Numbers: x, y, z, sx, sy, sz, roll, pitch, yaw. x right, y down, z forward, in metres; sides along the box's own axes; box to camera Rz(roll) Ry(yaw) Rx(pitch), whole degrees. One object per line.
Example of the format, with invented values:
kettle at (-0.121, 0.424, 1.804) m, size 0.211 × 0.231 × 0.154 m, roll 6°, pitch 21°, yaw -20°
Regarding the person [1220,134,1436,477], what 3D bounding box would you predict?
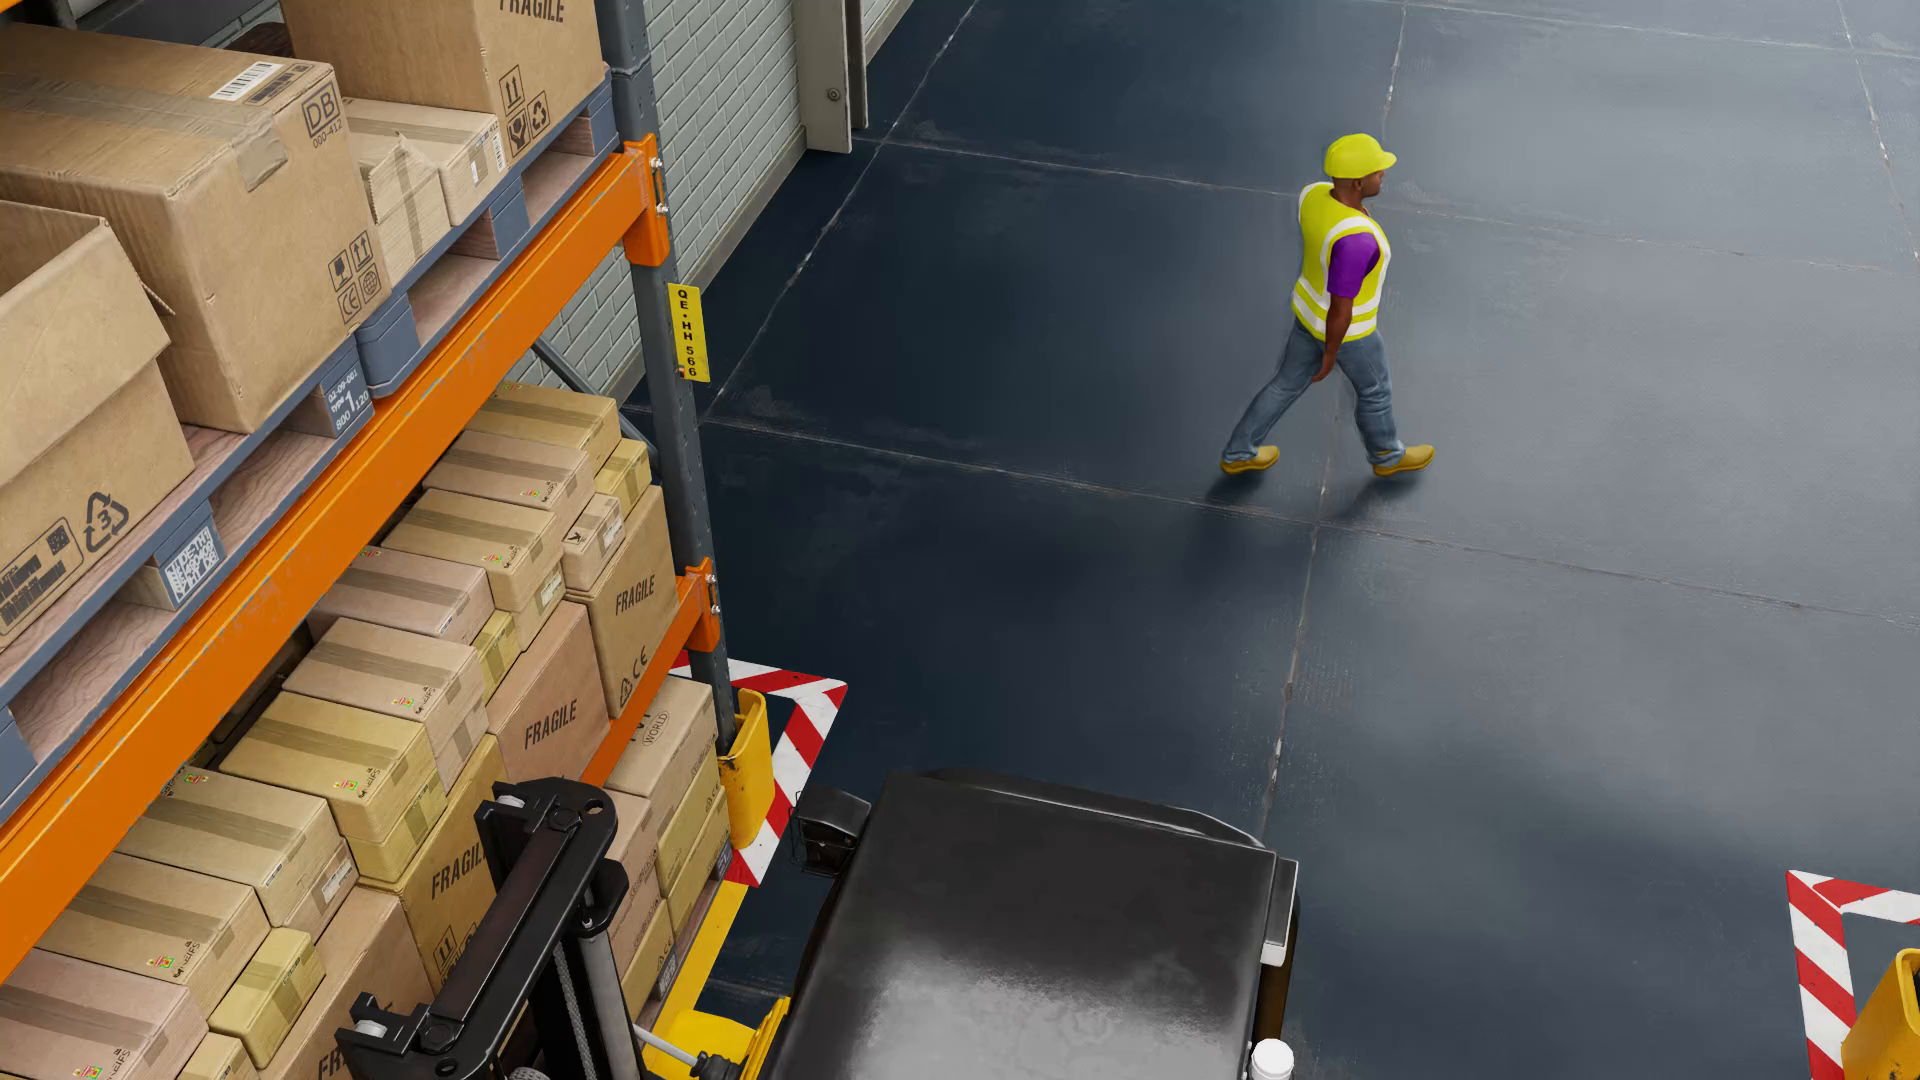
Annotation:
person at (1.709, -1.009, 7.309) m, size 1.018 × 1.719 × 0.583 m, roll -11°, pitch 42°, yaw -12°
